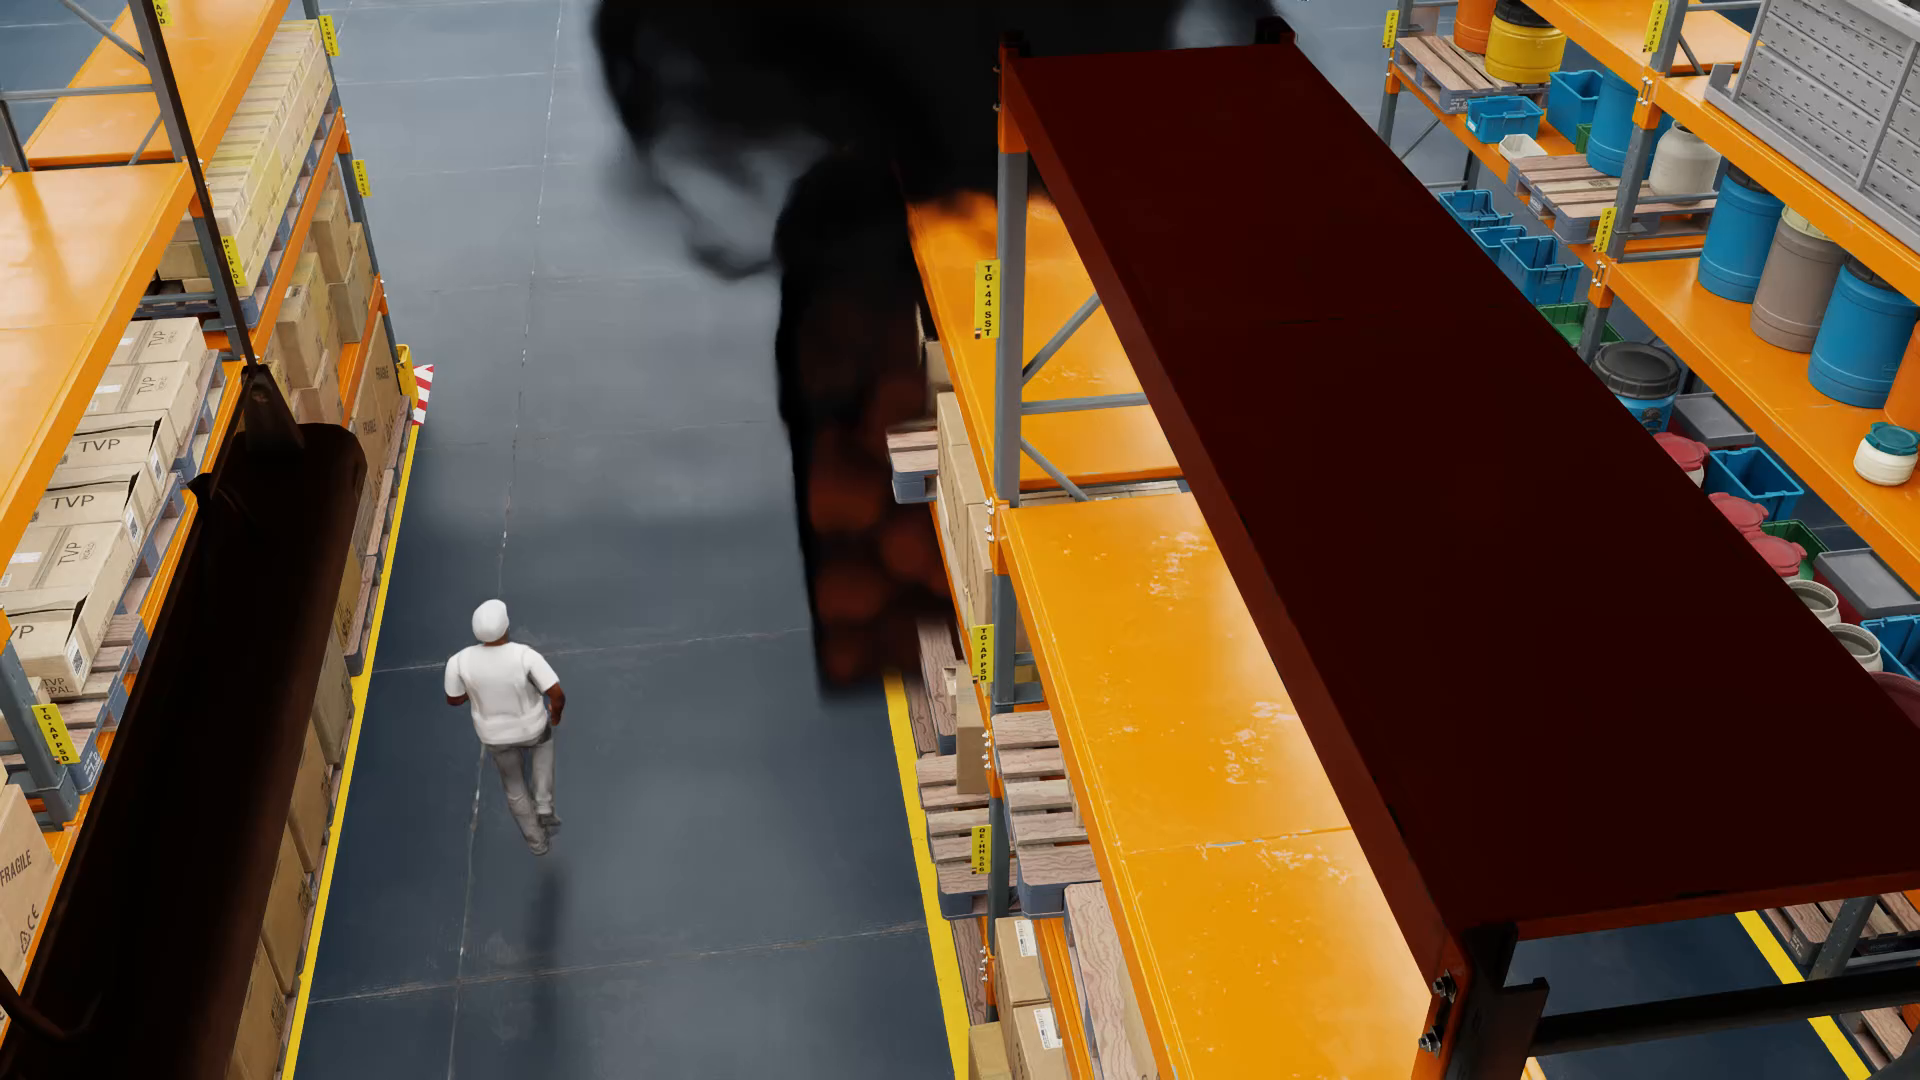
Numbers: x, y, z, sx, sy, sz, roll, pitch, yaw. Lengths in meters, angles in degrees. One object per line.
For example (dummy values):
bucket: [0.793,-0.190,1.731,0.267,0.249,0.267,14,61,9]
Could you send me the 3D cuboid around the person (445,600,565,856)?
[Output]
person: [-2.684,1.091,10.022,0.696,1.756,0.643,-6,37,-8]
